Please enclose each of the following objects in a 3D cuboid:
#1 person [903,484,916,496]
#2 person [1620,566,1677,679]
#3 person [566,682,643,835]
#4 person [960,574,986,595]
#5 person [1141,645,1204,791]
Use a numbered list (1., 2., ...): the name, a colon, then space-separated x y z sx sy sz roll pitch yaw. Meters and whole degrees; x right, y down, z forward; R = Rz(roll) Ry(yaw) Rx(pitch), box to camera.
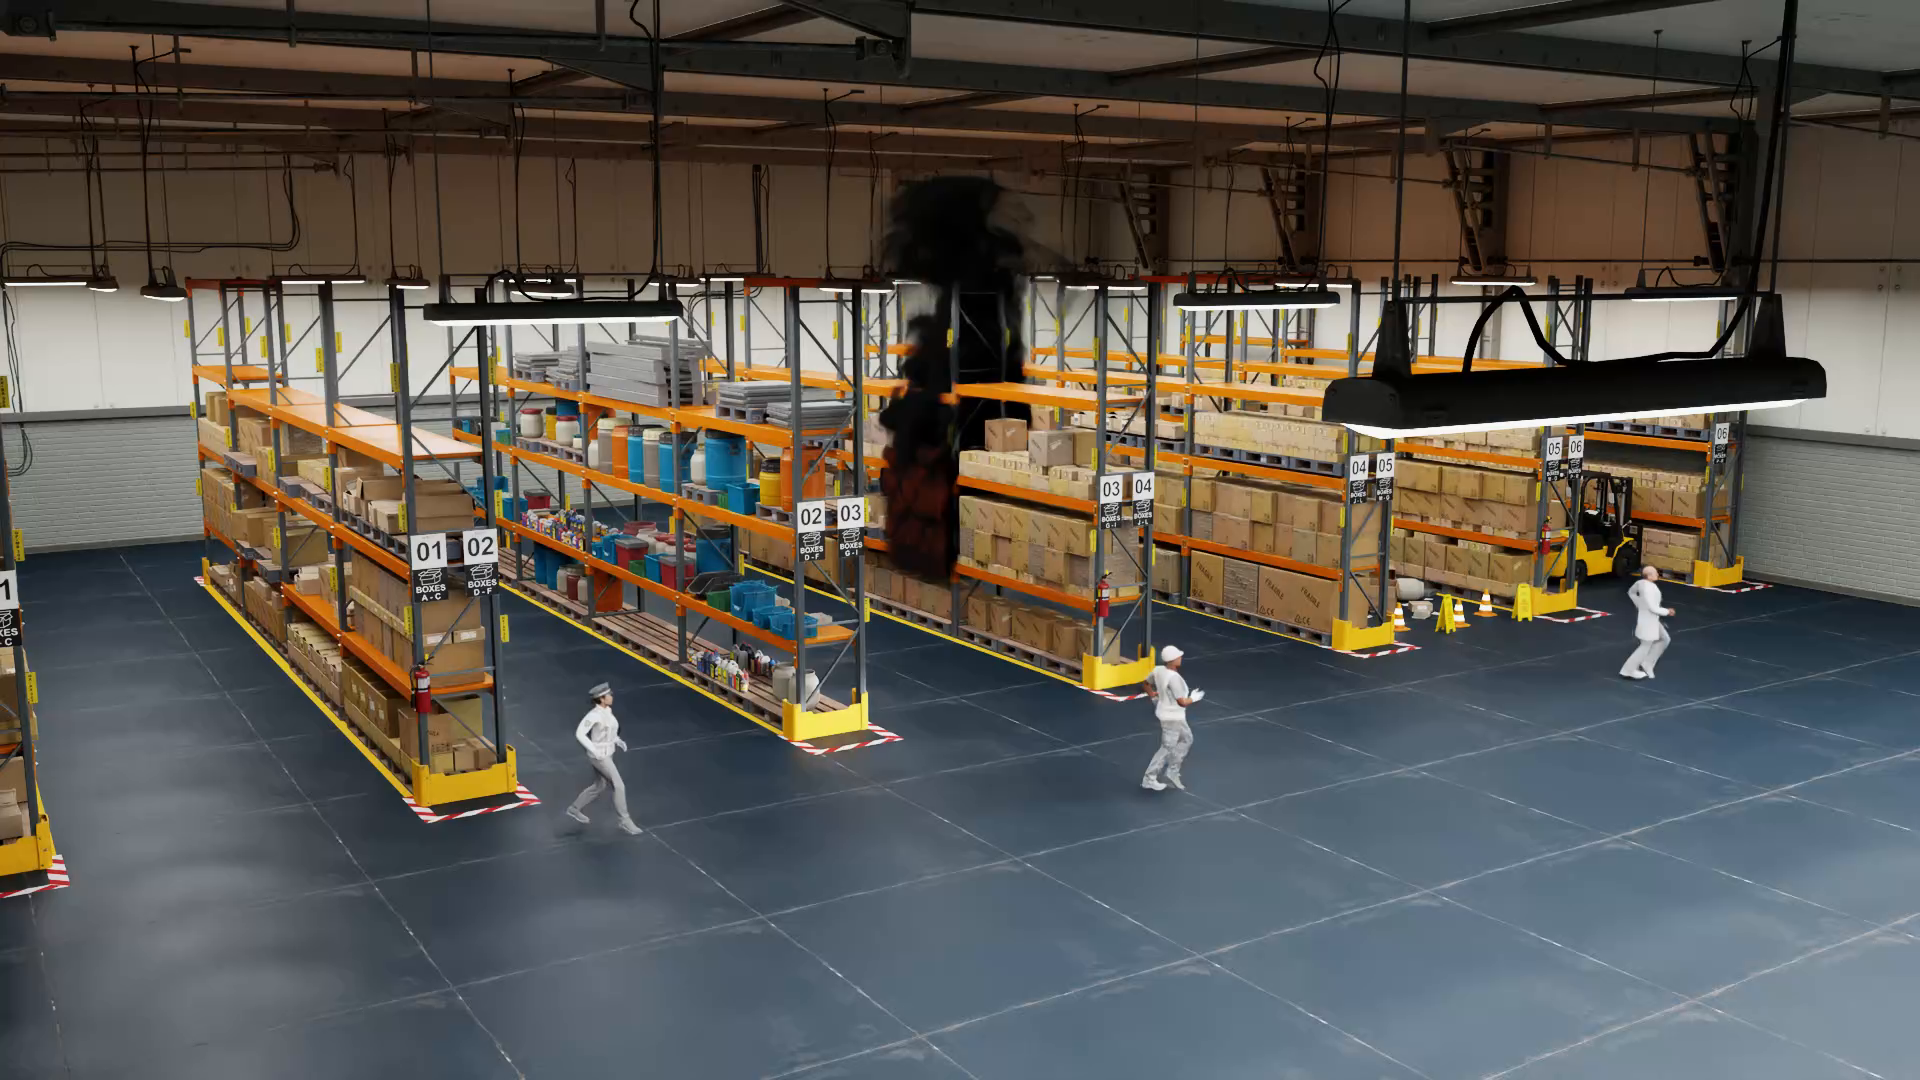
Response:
1. person: -1.233 -1.481 41.944 0.567 1.601 0.599 3 10 19
2. person: 10.490 1.260 25.317 0.741 1.770 0.719 3 10 16
3. person: -3.975 2.430 18.548 0.864 1.716 0.628 1 10 3
4. person: 0.200 0.180 31.713 0.678 1.855 0.797 -7 12 -36
5. person: 2.541 2.150 19.894 0.744 1.825 0.656 -1 10 -6
